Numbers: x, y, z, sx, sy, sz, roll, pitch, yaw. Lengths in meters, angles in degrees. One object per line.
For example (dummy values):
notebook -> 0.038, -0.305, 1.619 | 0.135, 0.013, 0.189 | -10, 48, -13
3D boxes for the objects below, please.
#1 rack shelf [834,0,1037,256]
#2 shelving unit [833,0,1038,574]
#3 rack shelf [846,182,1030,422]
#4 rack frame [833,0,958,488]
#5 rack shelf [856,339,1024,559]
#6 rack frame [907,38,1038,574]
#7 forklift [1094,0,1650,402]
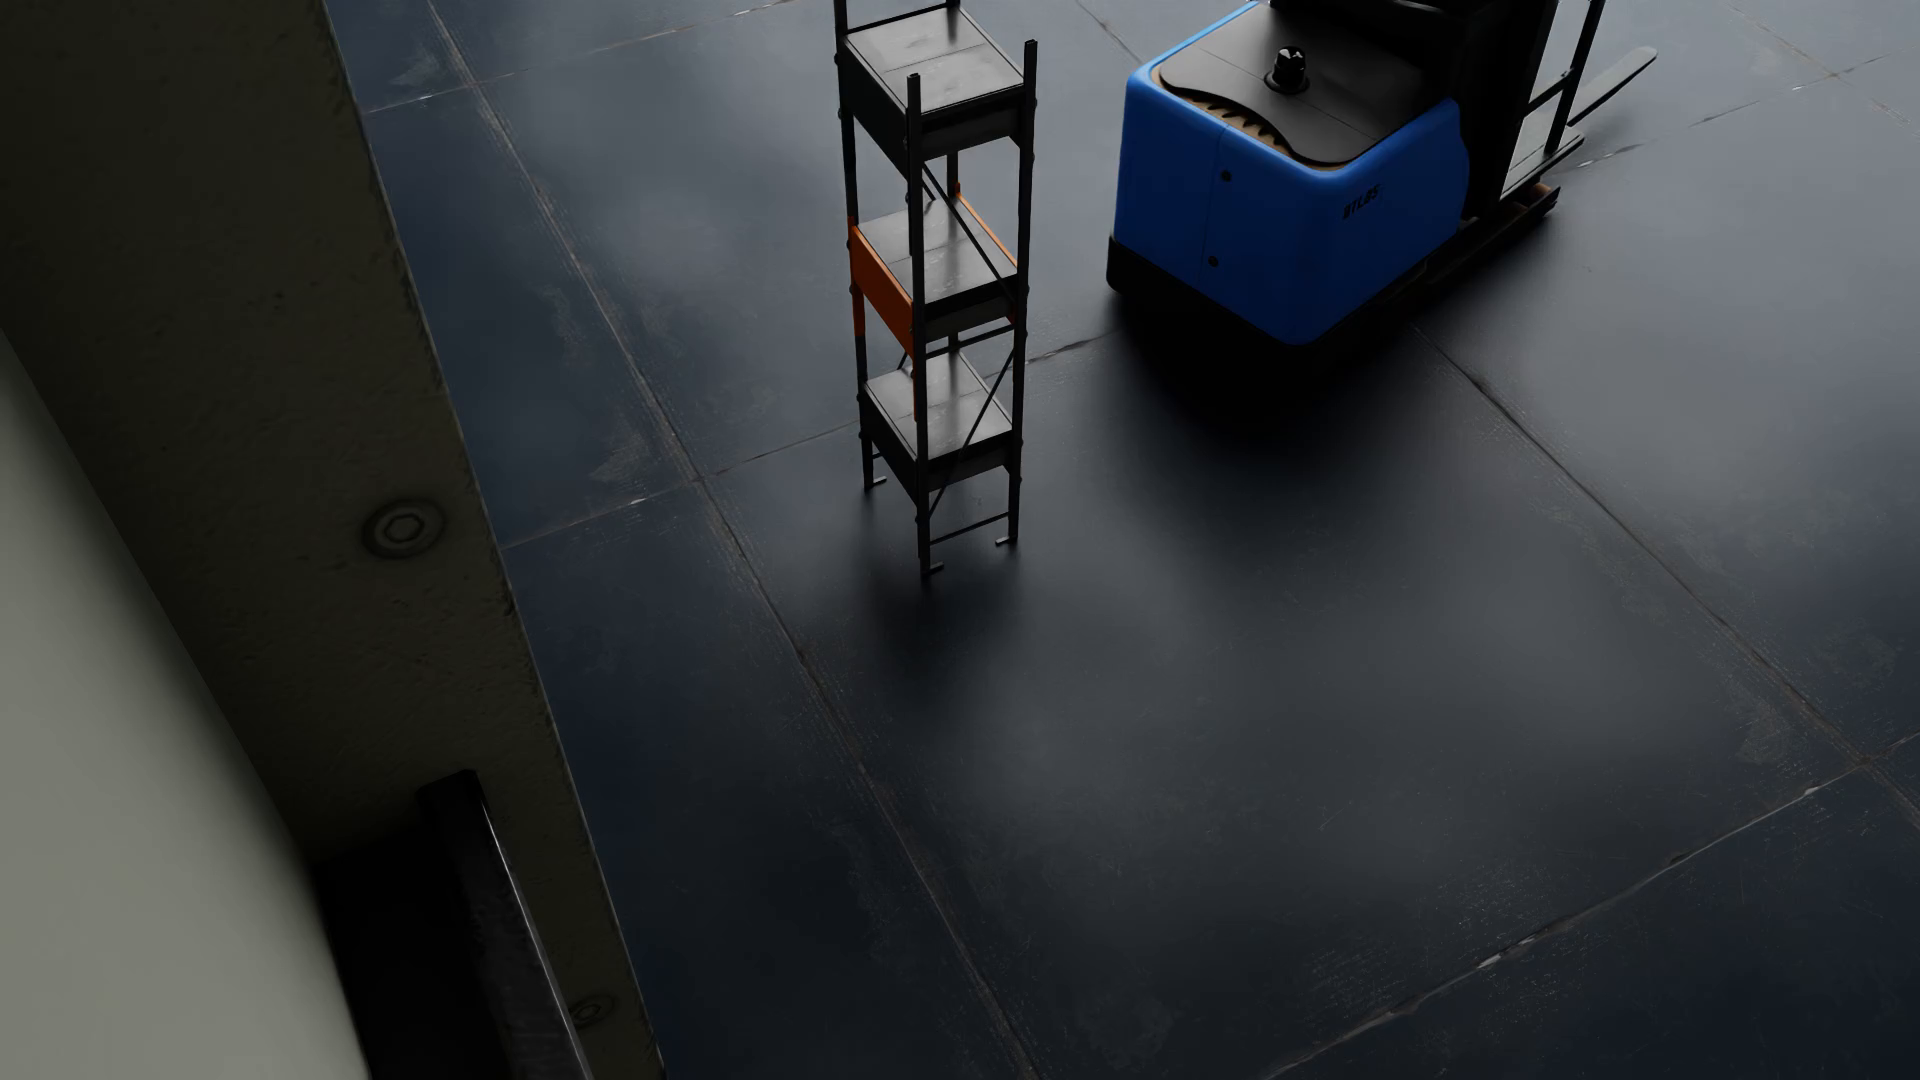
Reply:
rack shelf -> -0.076, -1.254, 5.004 | 0.431, 0.518, 0.480 | -21, 52, -18
shelving unit -> -0.076, -0.802, 5.520 | 0.431, 2.100, 0.503 | -21, 52, -18
rack shelf -> -0.076, -0.793, 5.530 | 0.431, 0.518, 0.480 | -21, 52, -18
rack frame -> -0.187, -0.965, 5.663 | 0.400, 2.100, 0.015 | -21, 52, -18
rack shelf -> -0.076, -0.332, 6.057 | 0.431, 0.518, 0.480 | -21, 52, -18
rack frame -> 0.036, -0.639, 5.377 | 0.400, 2.100, 0.015 | -21, 52, -18
forklift -> 1.976, -2.508, 6.460 | 3.031, 2.935, 1.130 | -36, 58, -27
